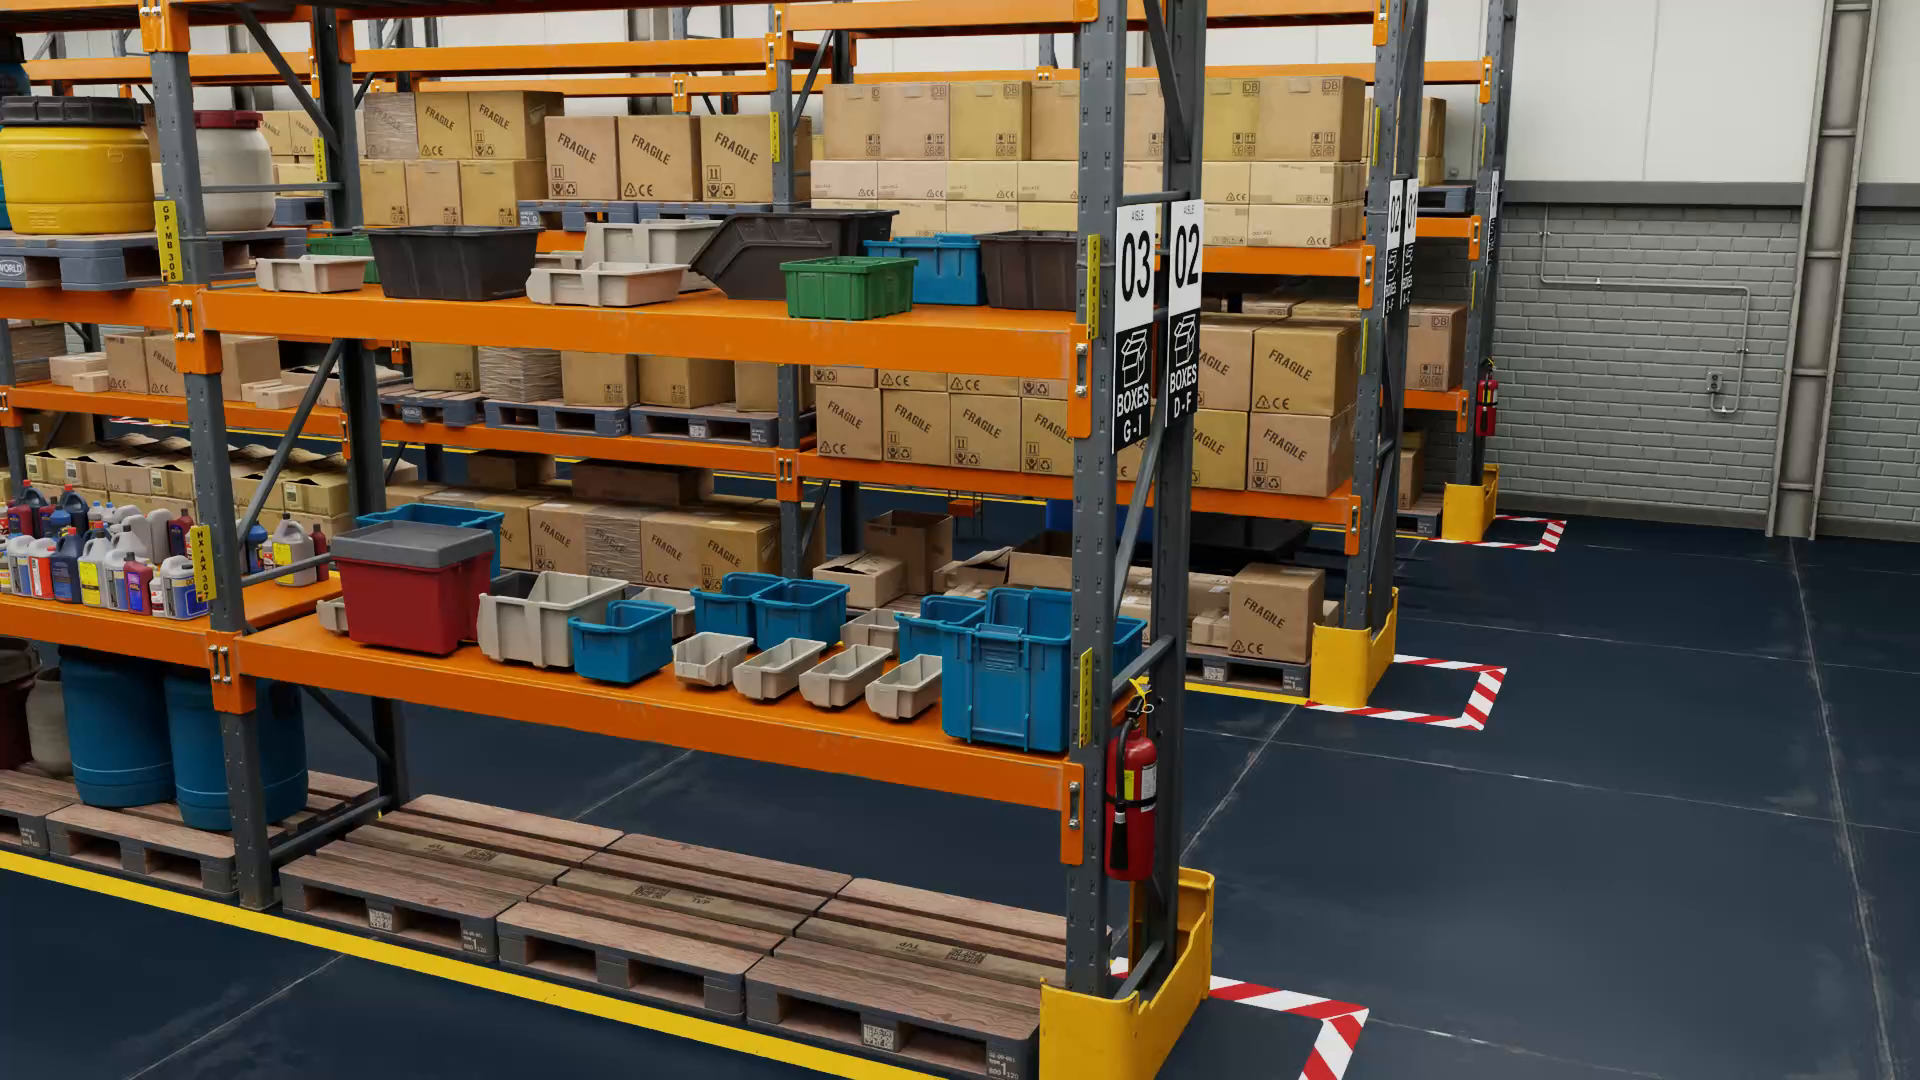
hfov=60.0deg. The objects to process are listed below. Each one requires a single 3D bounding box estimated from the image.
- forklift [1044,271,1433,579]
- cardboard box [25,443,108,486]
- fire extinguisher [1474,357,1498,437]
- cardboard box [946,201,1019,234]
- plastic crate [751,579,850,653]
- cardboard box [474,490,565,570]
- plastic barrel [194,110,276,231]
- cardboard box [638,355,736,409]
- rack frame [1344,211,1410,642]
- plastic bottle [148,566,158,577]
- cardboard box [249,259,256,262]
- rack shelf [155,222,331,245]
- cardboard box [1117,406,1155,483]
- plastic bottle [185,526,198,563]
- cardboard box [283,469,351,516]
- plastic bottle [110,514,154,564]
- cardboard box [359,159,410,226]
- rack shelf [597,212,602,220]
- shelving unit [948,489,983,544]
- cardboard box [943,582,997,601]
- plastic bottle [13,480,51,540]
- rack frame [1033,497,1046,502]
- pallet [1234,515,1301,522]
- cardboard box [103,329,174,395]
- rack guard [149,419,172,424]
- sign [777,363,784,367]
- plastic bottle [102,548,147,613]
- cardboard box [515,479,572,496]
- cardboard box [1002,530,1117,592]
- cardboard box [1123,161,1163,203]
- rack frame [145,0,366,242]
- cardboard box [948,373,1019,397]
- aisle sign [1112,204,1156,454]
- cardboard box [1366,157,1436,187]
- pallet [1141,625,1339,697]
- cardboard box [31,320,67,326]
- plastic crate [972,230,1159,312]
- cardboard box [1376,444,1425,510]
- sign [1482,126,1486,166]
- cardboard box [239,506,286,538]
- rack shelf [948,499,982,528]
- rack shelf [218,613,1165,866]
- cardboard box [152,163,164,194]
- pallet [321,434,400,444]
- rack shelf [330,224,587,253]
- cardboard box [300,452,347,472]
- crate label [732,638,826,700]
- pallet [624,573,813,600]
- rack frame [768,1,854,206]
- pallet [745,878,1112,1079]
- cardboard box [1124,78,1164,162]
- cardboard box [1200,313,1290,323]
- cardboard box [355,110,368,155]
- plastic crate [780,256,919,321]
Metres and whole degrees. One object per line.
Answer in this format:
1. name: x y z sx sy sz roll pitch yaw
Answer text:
1. forklift: 2.244 -1.154 13.259 3.031 2.935 1.130 7 15 27
2. cardboard box: -8.055 -0.700 15.045 0.500 0.311 0.500 6 14 23
3. fire extinguisher: 4.594 -1.247 14.488 0.183 0.674 0.296 6 14 23
4. cardboard box: 0.239 -2.109 10.937 0.500 0.250 0.500 6 14 23
5. plastic crate: -0.666 0.332 7.010 0.300 0.233 0.416 6 14 23
6. cardboard box: -3.437 -0.082 13.049 0.500 0.500 0.500 6 14 22
7. plastic barrel: -3.407 -1.709 7.690 0.433 0.535 0.433 0 13 0
8. cardboard box: -2.014 -1.306 12.615 0.500 0.500 0.700 8 16 32
9. rack frame: 2.640 -0.541 10.496 0.127 3.000 1.000 6 14 23
10. plastic bottle: -3.733 0.220 7.684 0.097 0.201 0.097 0 13 0
11. cardboard box: -8.754 -3.155 20.277 0.500 0.500 0.500 5 14 21
12. rack shelf: -6.503 -2.577 14.179 4.000 0.370 1.077 6 14 23
13. cardboard box: 1.190 -0.669 10.822 0.500 0.500 0.500 6 14 24
14. plastic bottle: -3.904 0.029 8.501 0.097 0.201 0.097 0 13 0
15. cardboard box: -5.253 -0.418 13.840 0.500 0.311 0.500 6 15 25
16. plastic bottle: -4.204 0.007 8.431 0.135 0.276 0.152 6 14 23
17. cardboard box: -4.262 -2.757 13.155 0.500 0.500 0.910 6 14 23
18. rack shelf: -4.500 -3.612 18.590 4.000 0.370 1.077 6 14 23
19. shelving unit: 0.049 -0.506 14.614 0.252 1.050 0.215 6 14 23
20. cardboard box: 0.074 0.416 11.657 0.250 0.166 0.380 6 14 23
21. plastic bottle: -4.968 -0.146 8.919 0.185 0.351 0.144 6 14 23
22. rack frame: 0.986 -1.947 16.484 0.127 3.000 1.000 6 14 23
23. pallet: 2.769 -0.390 15.954 1.213 0.211 1.003 6 14 23
24. cardboard box: -7.155 -1.577 14.692 0.500 0.500 0.500 7 15 27
25. rack guard: -9.917 -1.833 21.472 0.348 0.500 1.175 6 14 23
26. sign: -1.239 -1.359 11.446 0.005 0.325 0.100 6 14 23
27. plastic bottle: -3.852 0.180 7.692 0.135 0.276 0.152 6 14 23
28. cardboard box: -3.251 -0.193 13.522 0.500 0.500 0.500 5 14 21
29. cardboard box: 0.702 0.262 11.572 0.637 0.503 0.797 6 14 23
30. cardboard box: 1.154 -2.260 10.487 0.500 0.250 0.500 6 14 23
31. rack frame: -3.027 -2.798 6.981 0.127 3.000 1.000 6 14 23
32. cardboard box: 0.241 -1.249 11.105 0.500 0.500 0.500 5 14 22
33. aisle sign: 0.577 -0.705 5.502 0.004 0.787 0.394 6 14 23
34. cardboard box: 3.866 -3.229 14.575 0.500 0.250 0.500 6 15 25
35. pallet: 1.841 0.736 11.158 1.213 0.211 1.003 6 14 23
36. cardboard box: -8.499 -2.082 15.421 0.250 0.149 0.380 6 14 23
37. plastic crate: 0.391 -0.998 6.161 0.590 0.269 0.497 6 14 23
38. cardboard box: 3.962 -0.608 15.332 0.500 0.500 0.700 6 14 23
39. sign: 4.410 -3.317 13.995 0.005 0.325 0.100 6 14 23
40. cardboard box: -5.727 -0.192 14.107 0.500 0.250 0.500 6 14 23
41. rack shelf: 0.049 -0.225 14.680 0.240 0.259 0.215 6 14 23
42. rack shelf: -1.199 0.658 6.959 4.000 0.370 1.077 6 14 23
43. cardboard box: -6.609 -3.054 14.046 0.500 0.250 0.500 4 14 18
44. pallet: -6.957 -1.384 20.191 1.213 0.211 1.003 6 14 23
45. rack shelf: -2.846 -2.207 12.602 4.000 0.370 1.077 6 14 23
46. cardboard box: -5.518 -0.577 14.520 0.500 0.311 0.500 5 14 22
47. crate label: -0.713 0.504 6.487 0.243 0.136 0.396 6 14 23
48. pallet: -1.776 0.379 12.679 1.213 0.211 1.003 6 14 23
49. rack frame: -1.017 -3.832 11.388 0.127 3.000 1.000 6 14 23
50. pallet: -0.108 1.766 6.767 1.213 0.211 1.003 6 14 23
51. cardboard box: 1.240 -2.669 10.590 0.500 0.500 0.700 6 14 23
52. cardboard box: 1.860 -1.220 10.980 0.500 0.500 0.500 6 14 24
53. cardboard box: -6.897 -4.682 19.125 0.500 0.500 0.500 4 14 18
54. plastic crate: -0.387 -0.896 5.905 0.336 0.188 0.450 6 14 23
